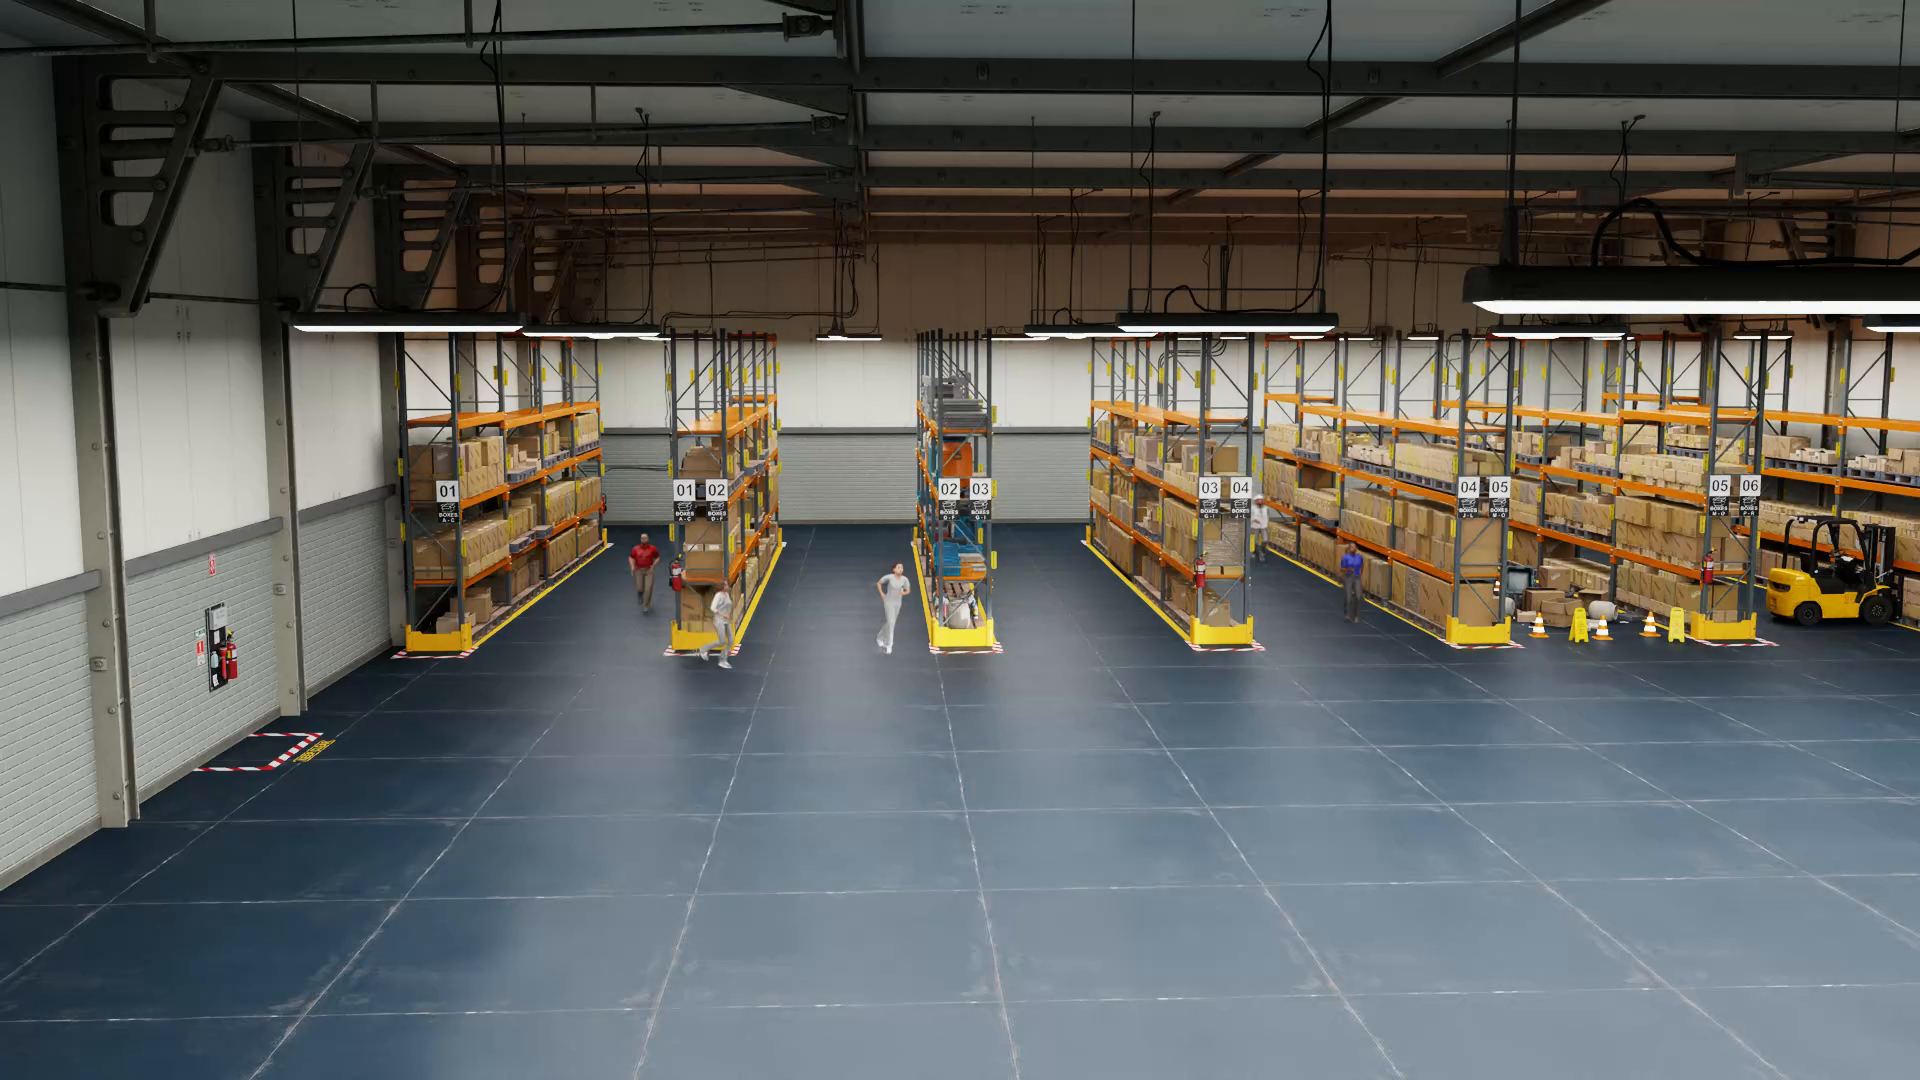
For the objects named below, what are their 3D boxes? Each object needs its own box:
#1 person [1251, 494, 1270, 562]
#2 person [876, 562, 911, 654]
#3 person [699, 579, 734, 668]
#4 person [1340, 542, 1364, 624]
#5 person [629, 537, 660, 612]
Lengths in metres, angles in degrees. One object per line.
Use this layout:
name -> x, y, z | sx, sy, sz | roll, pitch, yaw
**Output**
person -> 7.896, -0.310, 43.874 | 0.616, 1.799, 0.741 | 0, 7, -1
person -> -1.250, 1.244, 31.206 | 0.581, 1.710, 0.765 | -4, 8, -29
person -> -4.274, 1.480, 29.615 | 0.604, 1.568, 0.556 | 3, 7, 21
person -> 8.071, 0.892, 34.158 | 0.553, 1.699, 0.681 | 0, 7, -1
person -> -6.755, 0.727, 35.648 | 0.639, 1.607, 0.571 | -1, 7, -11
